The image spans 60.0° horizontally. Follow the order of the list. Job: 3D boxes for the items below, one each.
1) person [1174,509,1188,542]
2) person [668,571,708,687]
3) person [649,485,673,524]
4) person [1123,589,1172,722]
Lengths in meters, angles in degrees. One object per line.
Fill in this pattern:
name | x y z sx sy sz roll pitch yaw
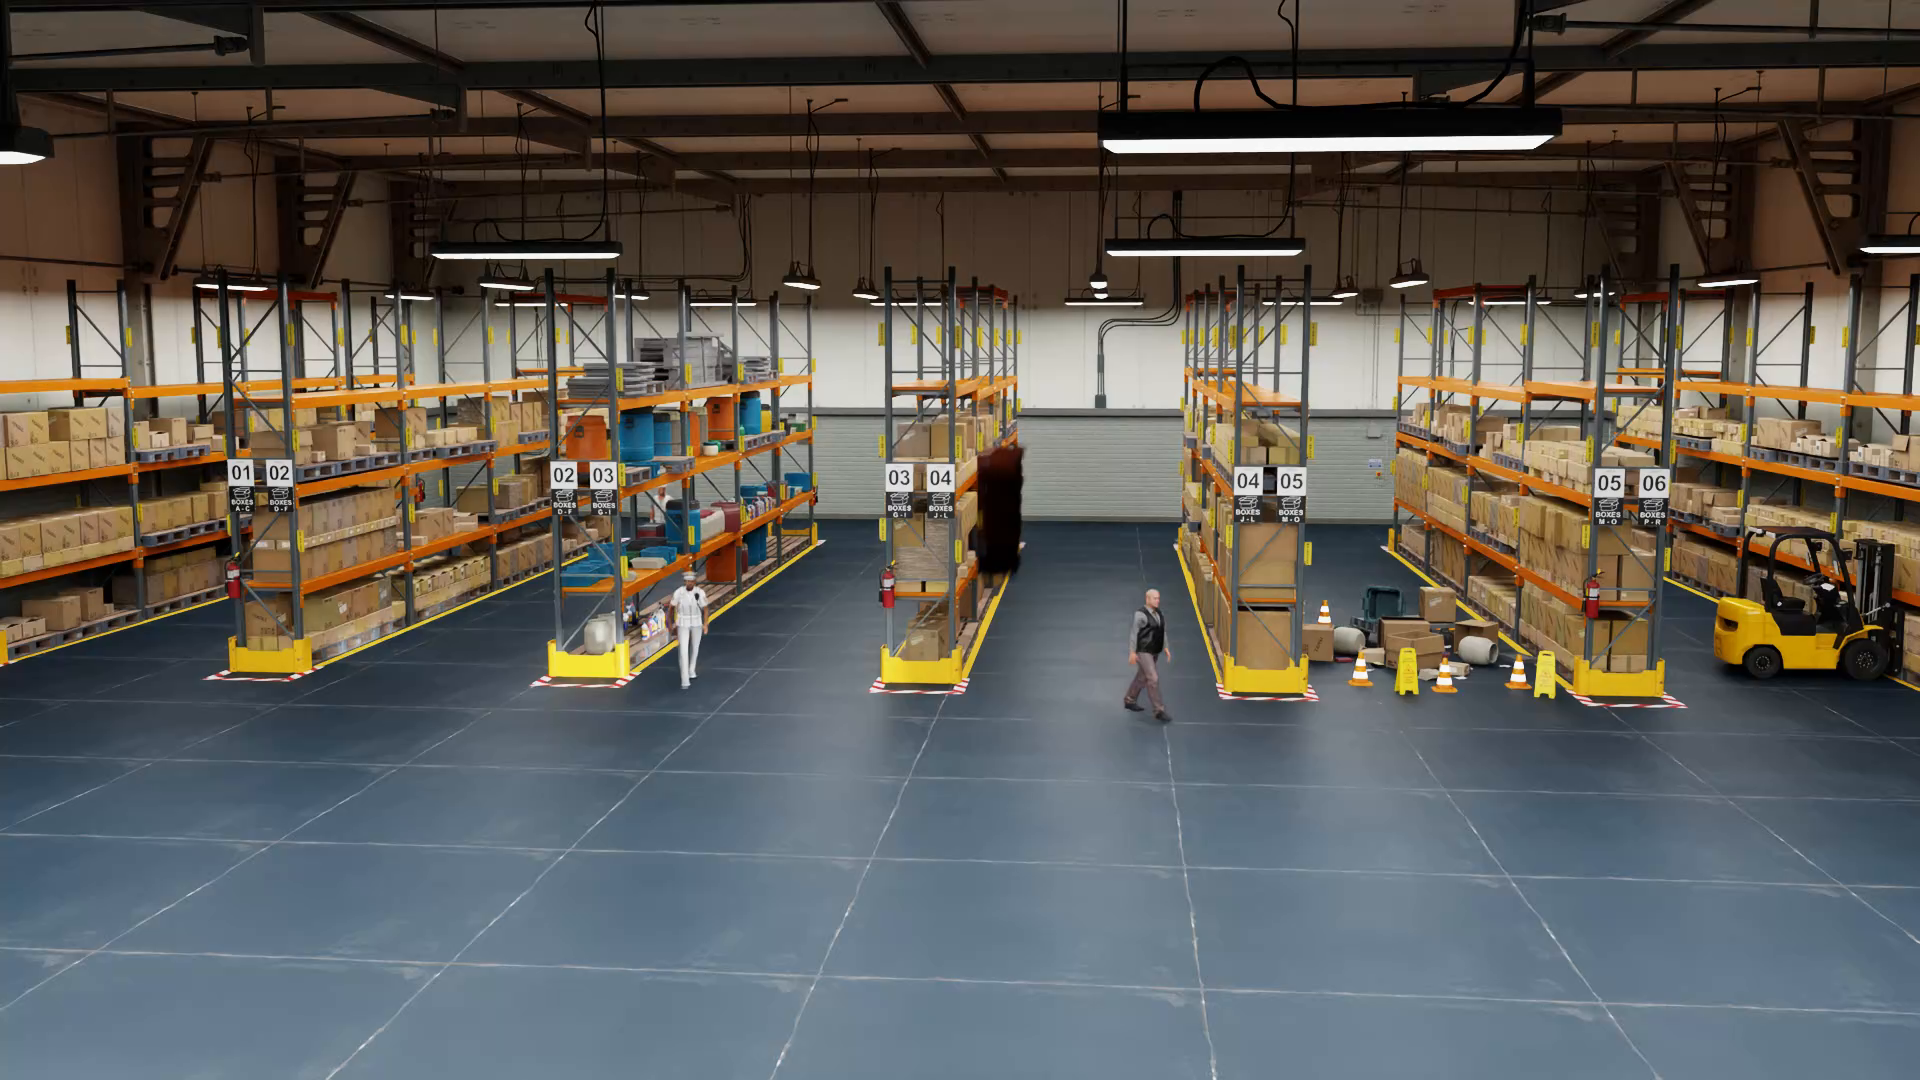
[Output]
person | 5.738 -0.785 40.552 1.010 1.730 0.536 0 7 3
person | -3.928 1.250 24.142 0.538 1.635 0.973 -3 7 -22
person | -6.725 -0.423 37.406 0.663 1.724 1.061 1 7 7
person | 2.524 1.483 21.957 0.940 1.674 0.566 5 9 38
